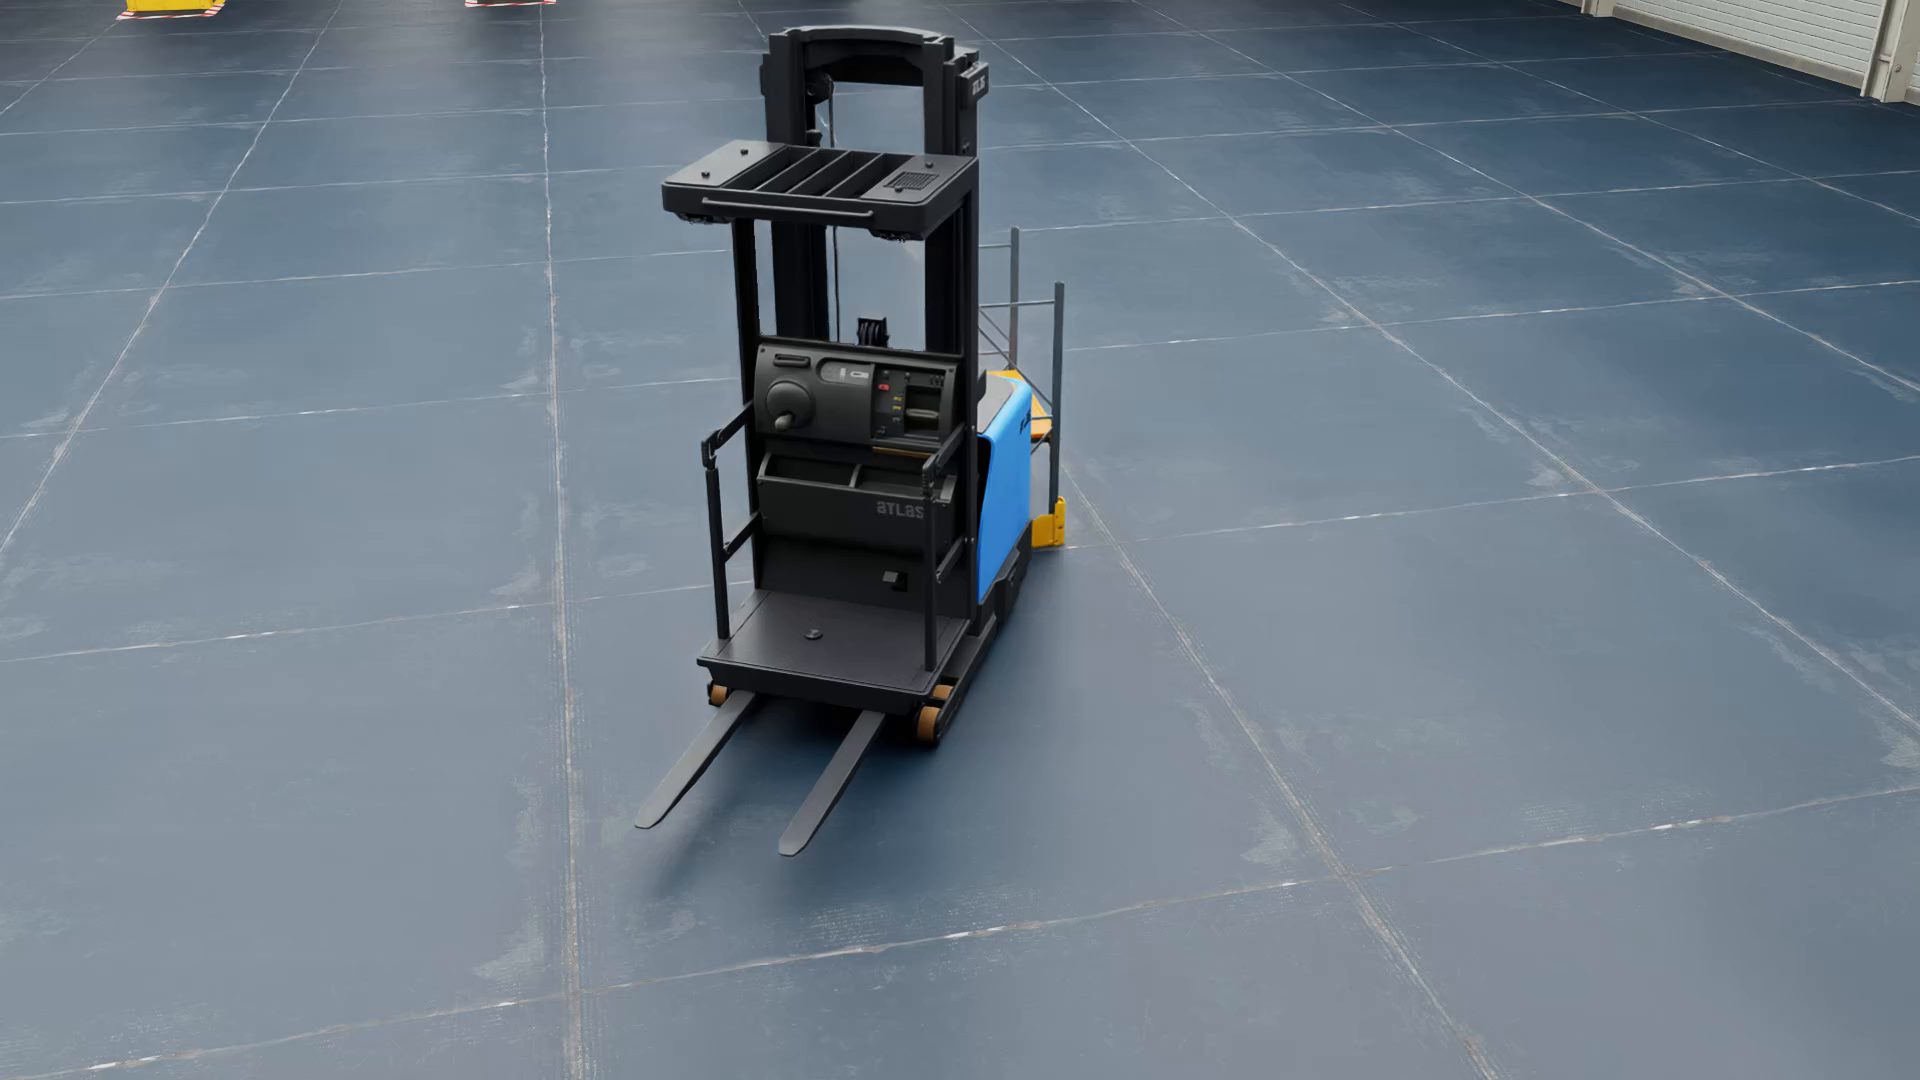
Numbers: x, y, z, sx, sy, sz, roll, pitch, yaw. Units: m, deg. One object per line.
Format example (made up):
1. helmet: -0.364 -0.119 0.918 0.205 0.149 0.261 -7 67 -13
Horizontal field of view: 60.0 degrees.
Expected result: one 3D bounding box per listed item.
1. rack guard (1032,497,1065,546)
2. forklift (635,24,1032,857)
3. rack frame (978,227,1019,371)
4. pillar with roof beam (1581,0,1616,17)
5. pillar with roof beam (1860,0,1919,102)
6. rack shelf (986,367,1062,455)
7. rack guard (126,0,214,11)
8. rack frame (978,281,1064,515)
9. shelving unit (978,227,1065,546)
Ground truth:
1. rack guard: 0.284 -0.085 9.141 0.587 0.250 0.087 -5 27 -10
2. forklift: -0.527 -0.597 7.180 1.130 2.935 3.031 8 28 15
3. rack frame: 0.089 -1.084 9.732 0.500 1.500 0.032 -5 27 -10
4. pillar with roof beam: 5.288 -11.401 21.851 9.100 9.000 0.400 -6 27 -12
5. pillar with roof beam: 6.640 -8.767 16.632 9.100 9.000 0.400 -6 27 -12
6. rack shelf: 0.189 -0.698 9.368 0.538 0.185 1.000 -5 27 -10
7. rack guard: -11.970 -8.294 25.128 1.175 0.500 0.348 -6 27 -12
8. rack frame: 0.288 -0.634 8.842 0.500 1.500 0.032 -5 27 -10
9. shelving unit: 0.187 -0.863 9.295 0.587 1.500 1.083 -5 27 -10
